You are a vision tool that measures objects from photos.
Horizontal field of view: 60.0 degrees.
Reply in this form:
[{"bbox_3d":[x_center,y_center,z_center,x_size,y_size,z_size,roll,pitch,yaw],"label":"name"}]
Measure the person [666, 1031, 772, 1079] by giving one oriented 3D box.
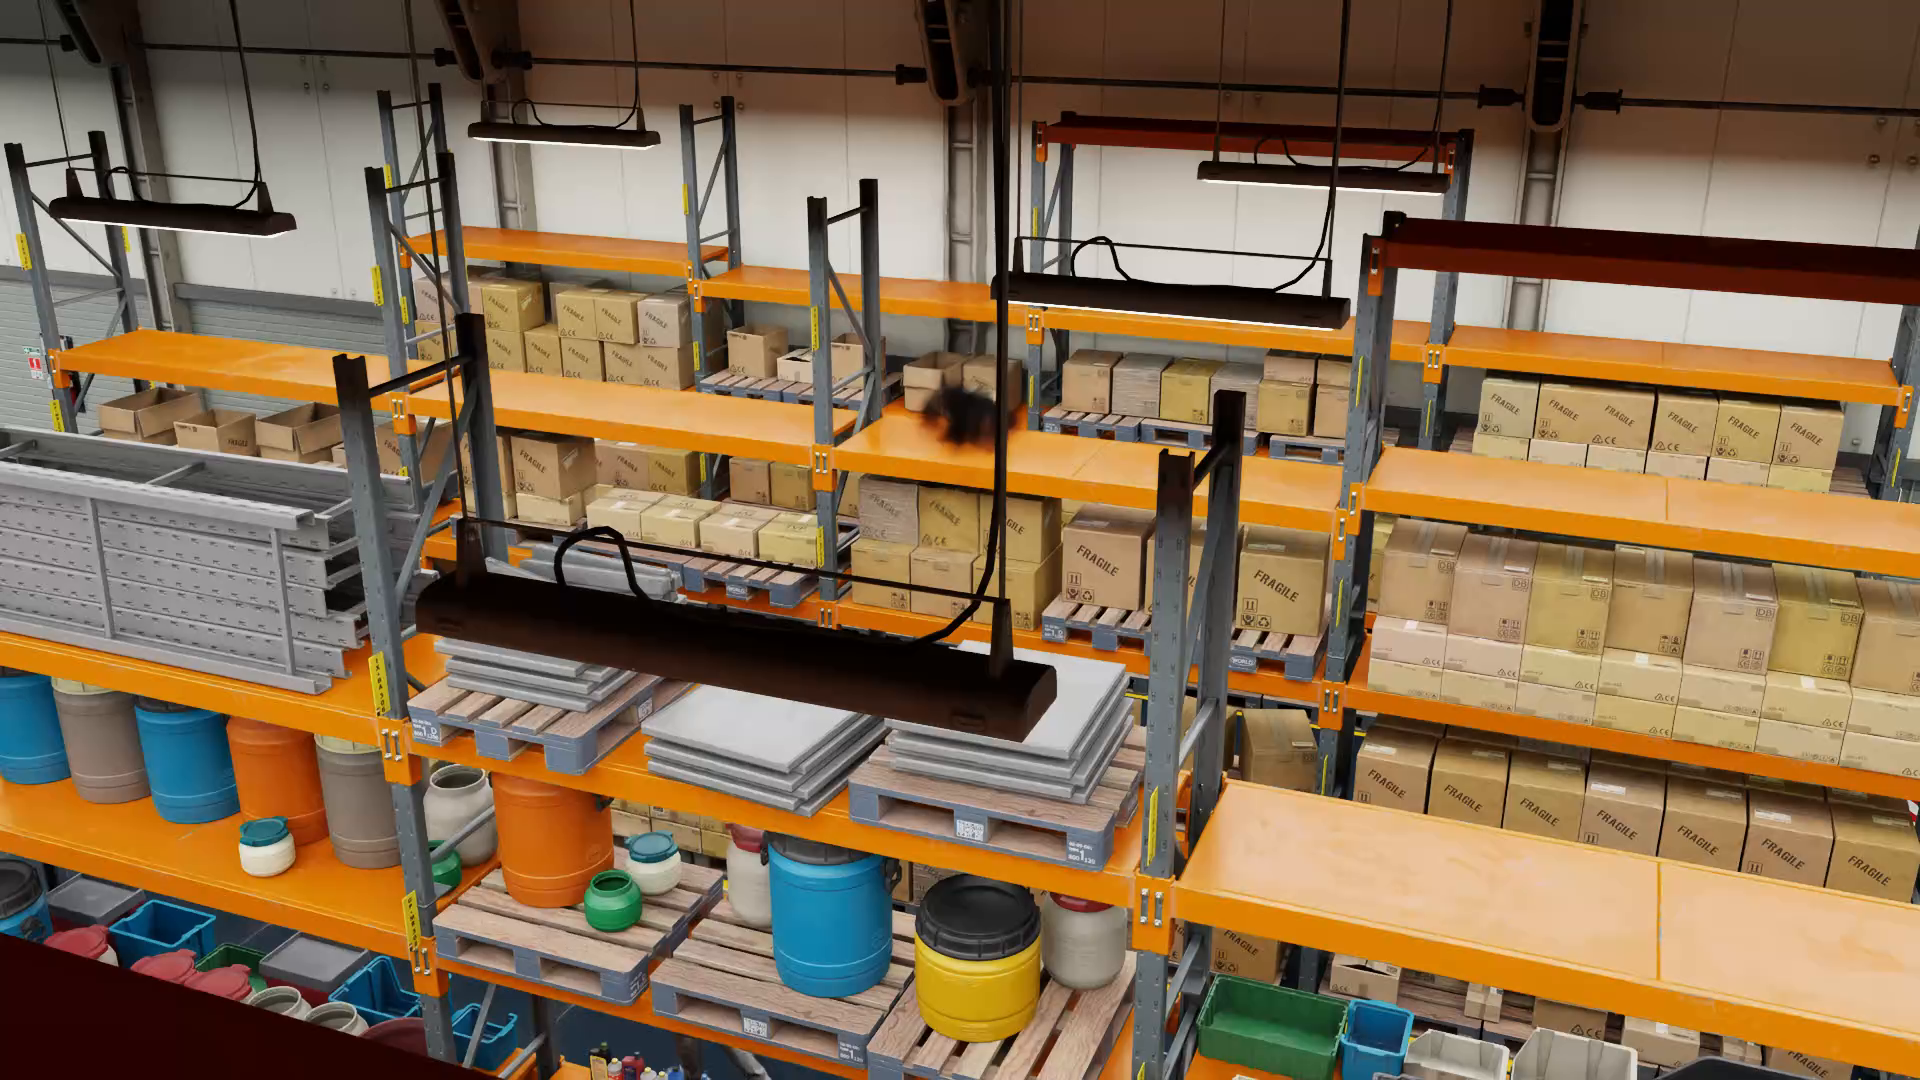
[{"bbox_3d":[-1.695,3.051,11.238,0.864,1.751,0.726,8,22,20],"label":"person"}]
